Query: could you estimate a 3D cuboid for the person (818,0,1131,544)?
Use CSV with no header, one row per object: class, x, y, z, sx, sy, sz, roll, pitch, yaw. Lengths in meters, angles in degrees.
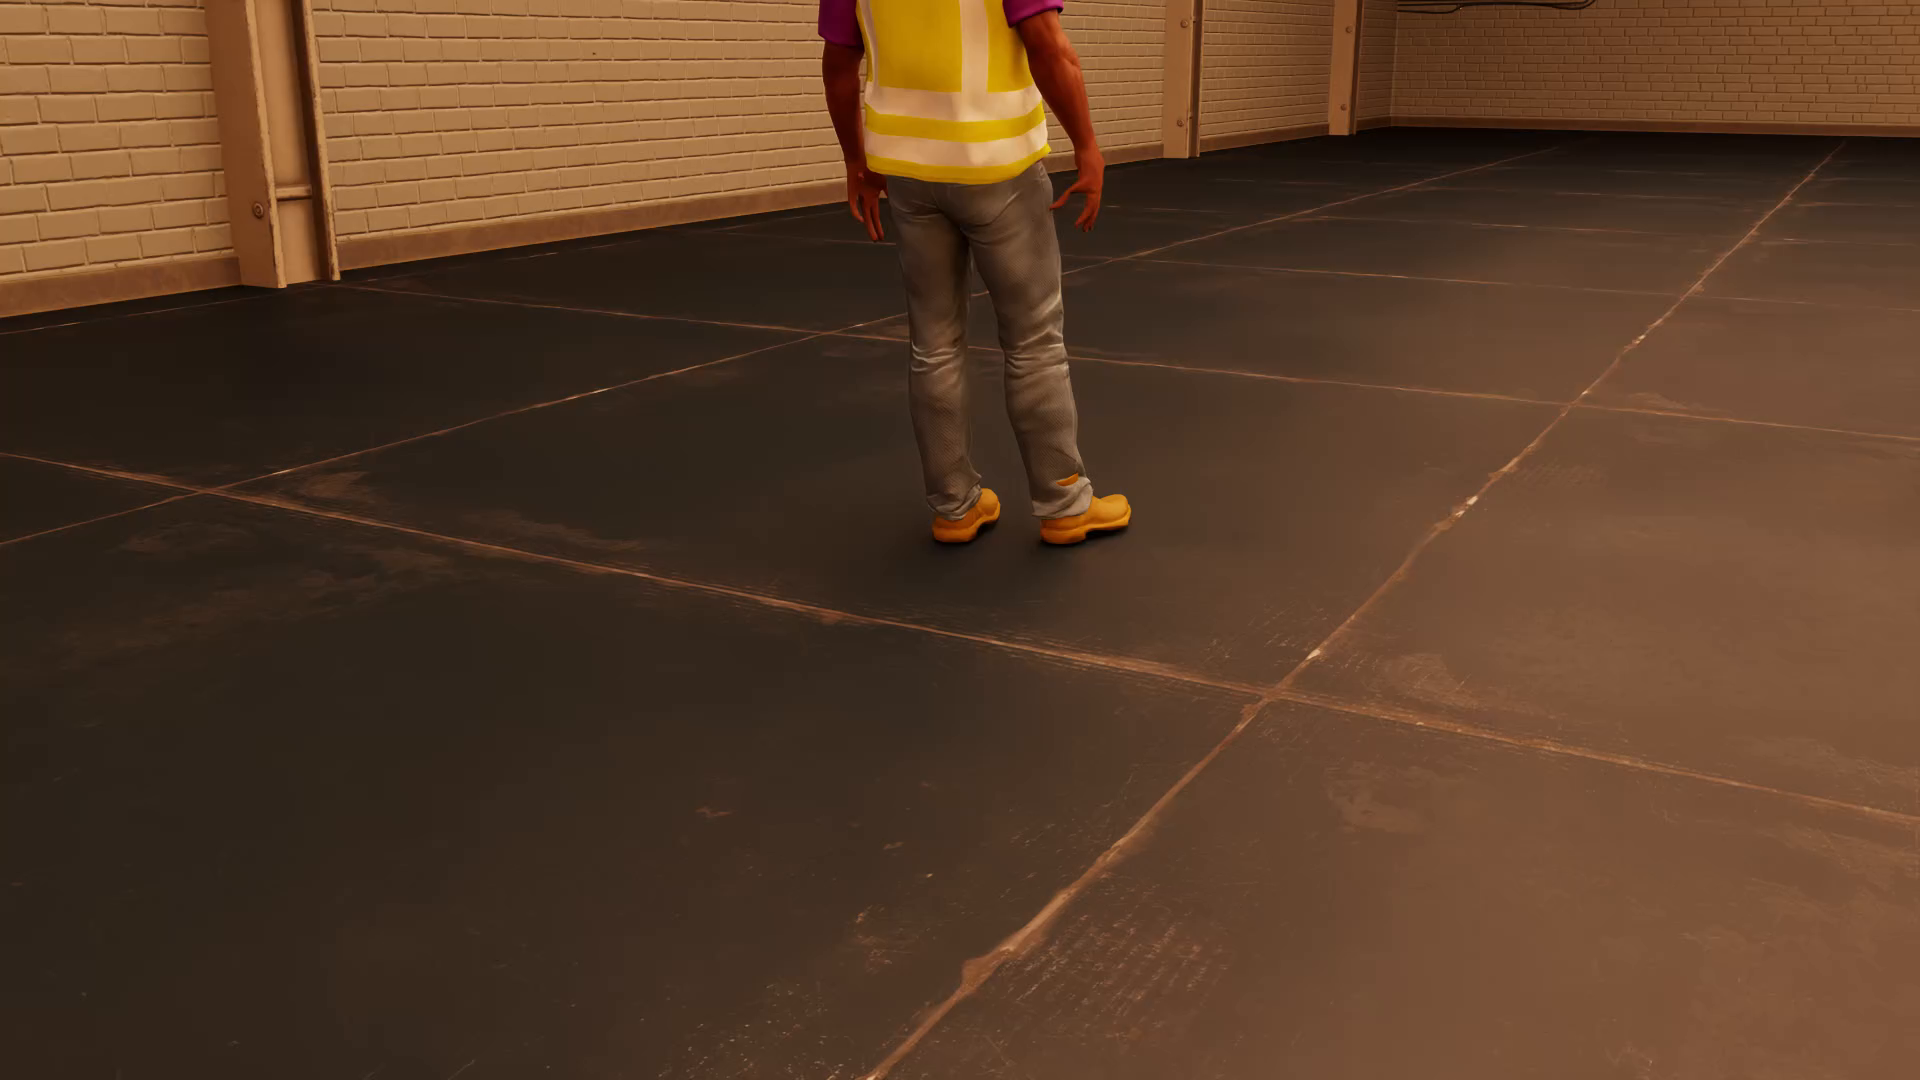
person,0.040,-0.870,3.844,0.665,1.765,0.577,9,19,28
